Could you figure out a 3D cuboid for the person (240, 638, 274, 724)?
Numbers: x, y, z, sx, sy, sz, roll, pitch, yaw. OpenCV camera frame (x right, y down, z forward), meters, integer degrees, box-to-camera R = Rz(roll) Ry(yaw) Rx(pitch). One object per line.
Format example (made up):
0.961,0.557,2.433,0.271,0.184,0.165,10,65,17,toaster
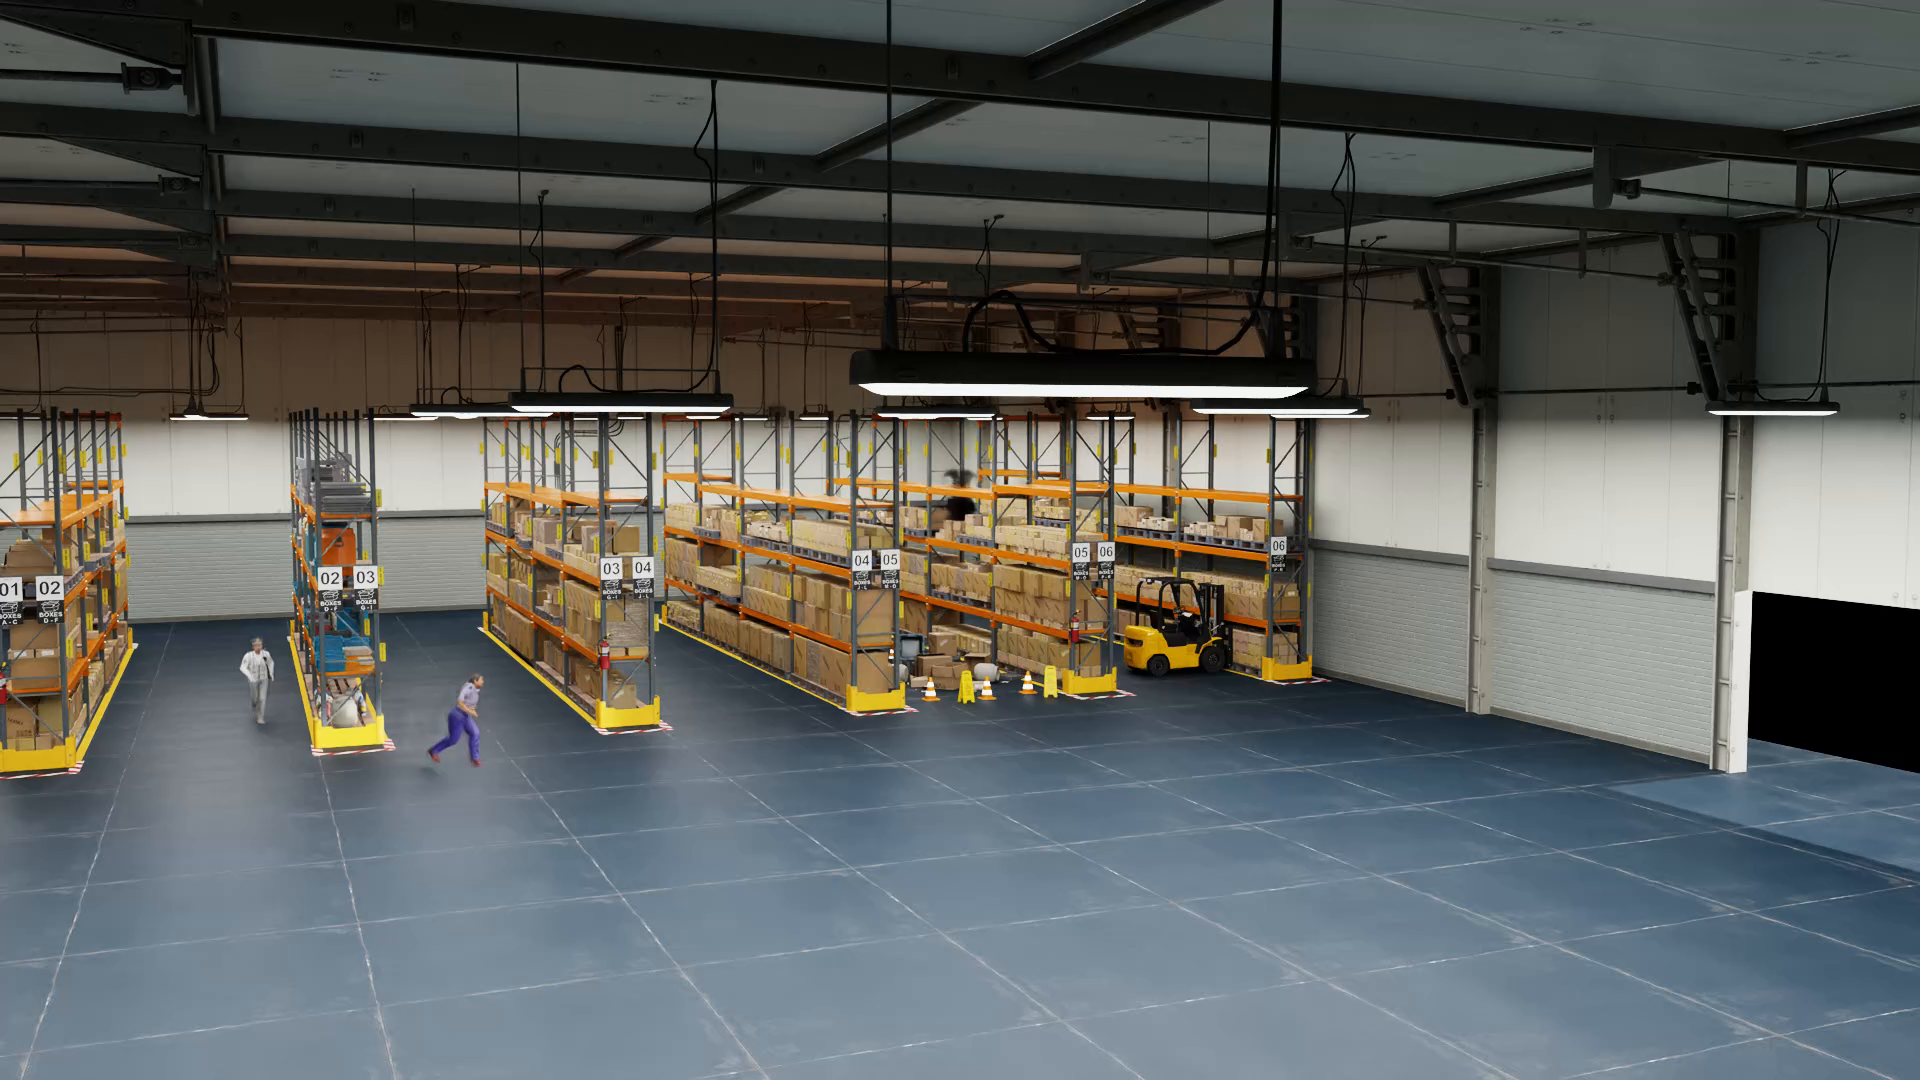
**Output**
-13.480,2.675,31.918,0.612,1.646,0.746,-2,4,-26,person

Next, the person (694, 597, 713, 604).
-7.570,1.469,49.302,0.797,1.677,0.584,-1,4,-8,person

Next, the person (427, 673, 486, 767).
-8.406,3.017,27.757,0.976,1.612,0.635,0,4,-2,person
